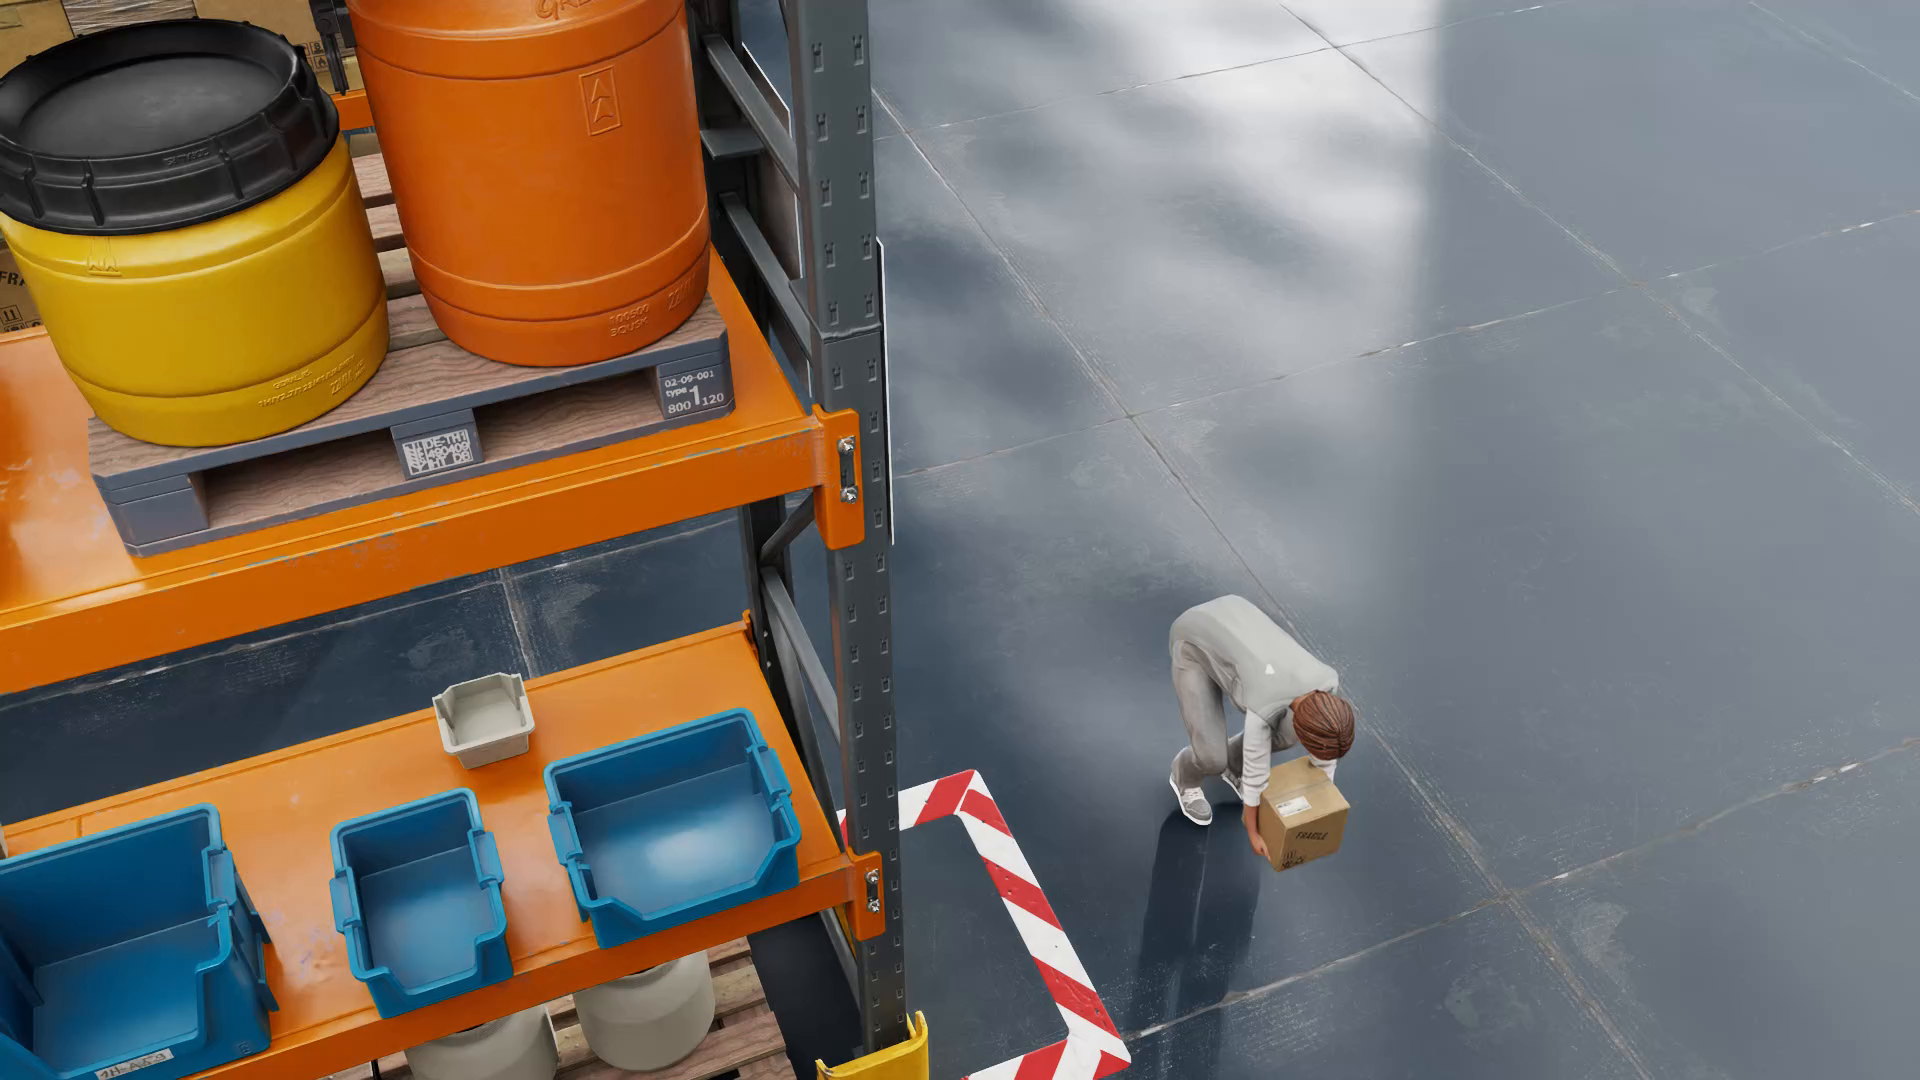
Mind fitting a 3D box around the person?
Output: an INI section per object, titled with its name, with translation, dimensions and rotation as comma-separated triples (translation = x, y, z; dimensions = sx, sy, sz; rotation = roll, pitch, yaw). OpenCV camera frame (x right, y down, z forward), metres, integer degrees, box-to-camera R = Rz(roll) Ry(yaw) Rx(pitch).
[person]
translation = 1.034, 0.696, 5.874
dimensions = 0.417, 0.965, 0.861
rotation = -18, 45, -18
